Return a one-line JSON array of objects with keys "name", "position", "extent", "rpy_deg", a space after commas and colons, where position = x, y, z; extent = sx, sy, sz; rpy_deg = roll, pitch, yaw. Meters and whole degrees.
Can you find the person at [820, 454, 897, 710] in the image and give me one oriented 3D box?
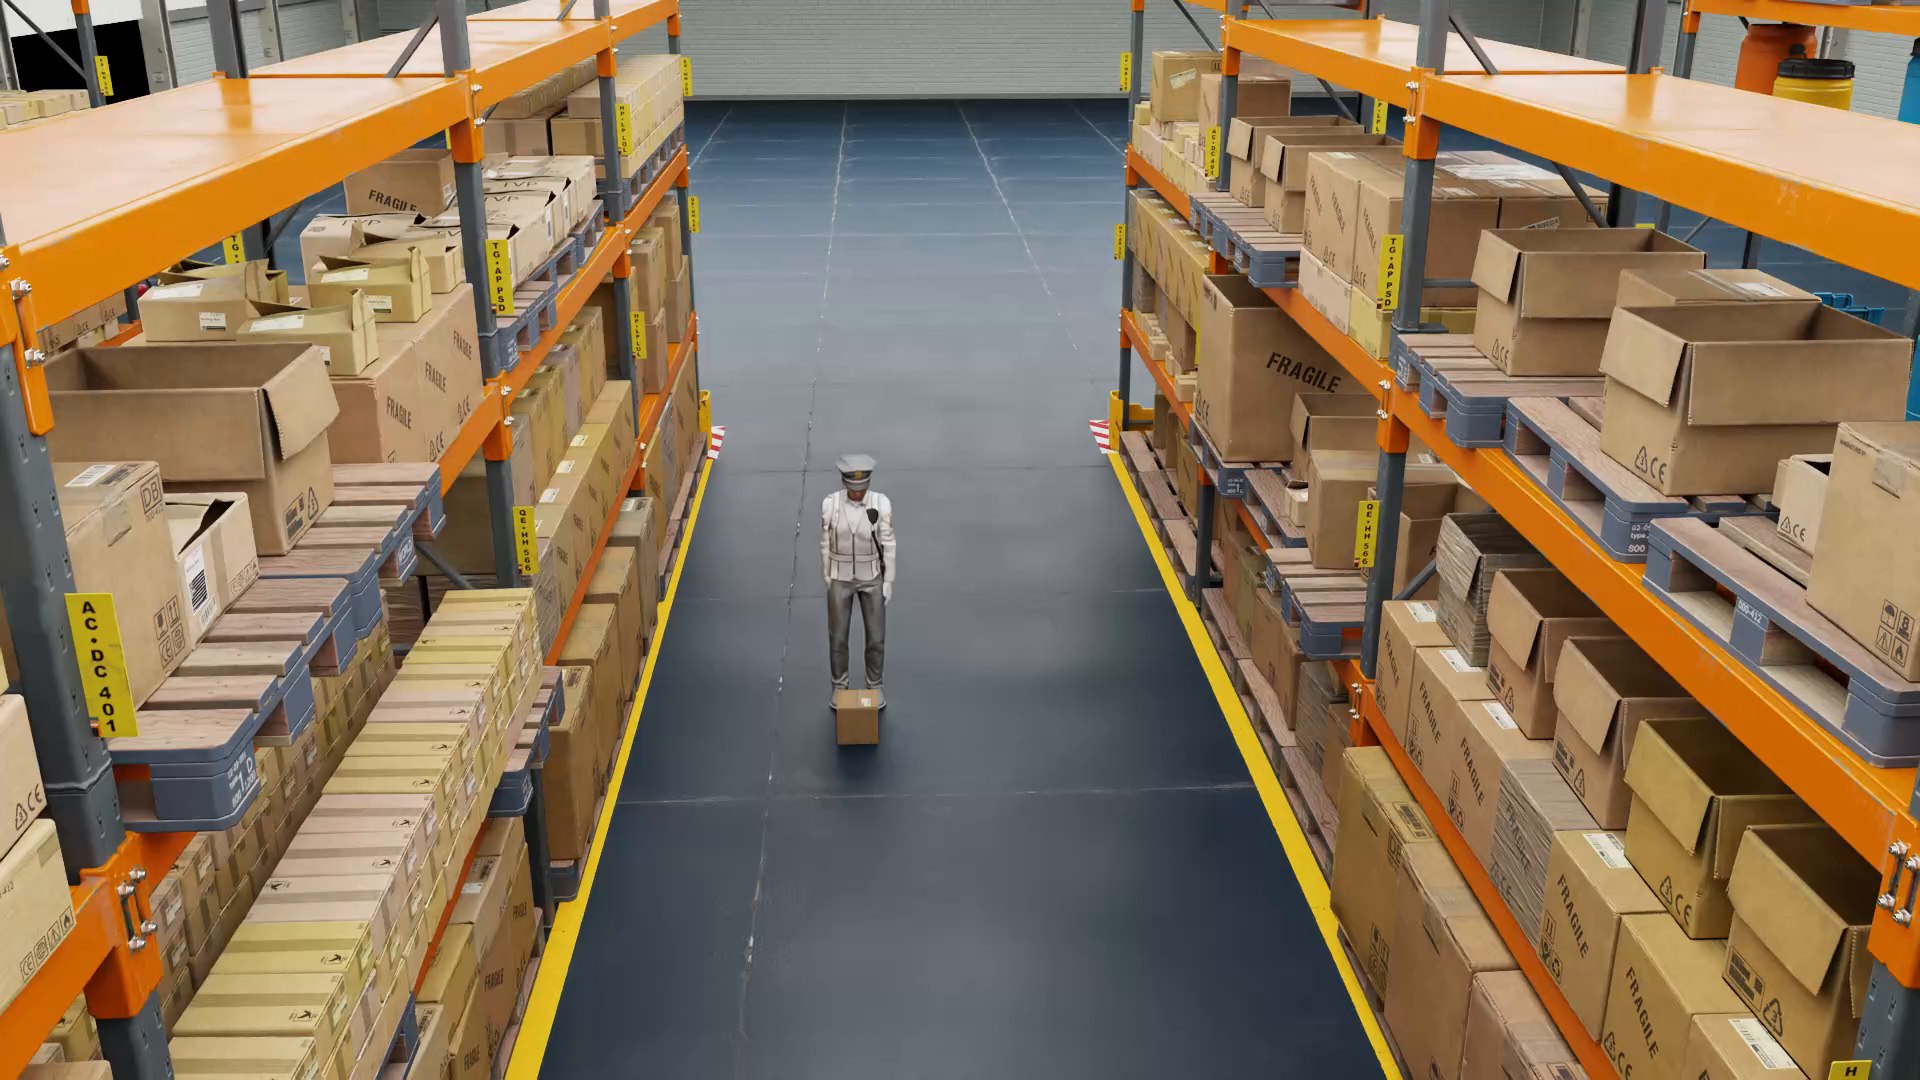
[{"name": "person", "position": [-0.630, 0.264, 10.392], "extent": [0.476, 1.659, 0.338], "rpy_deg": [-1, 21, -2]}]
